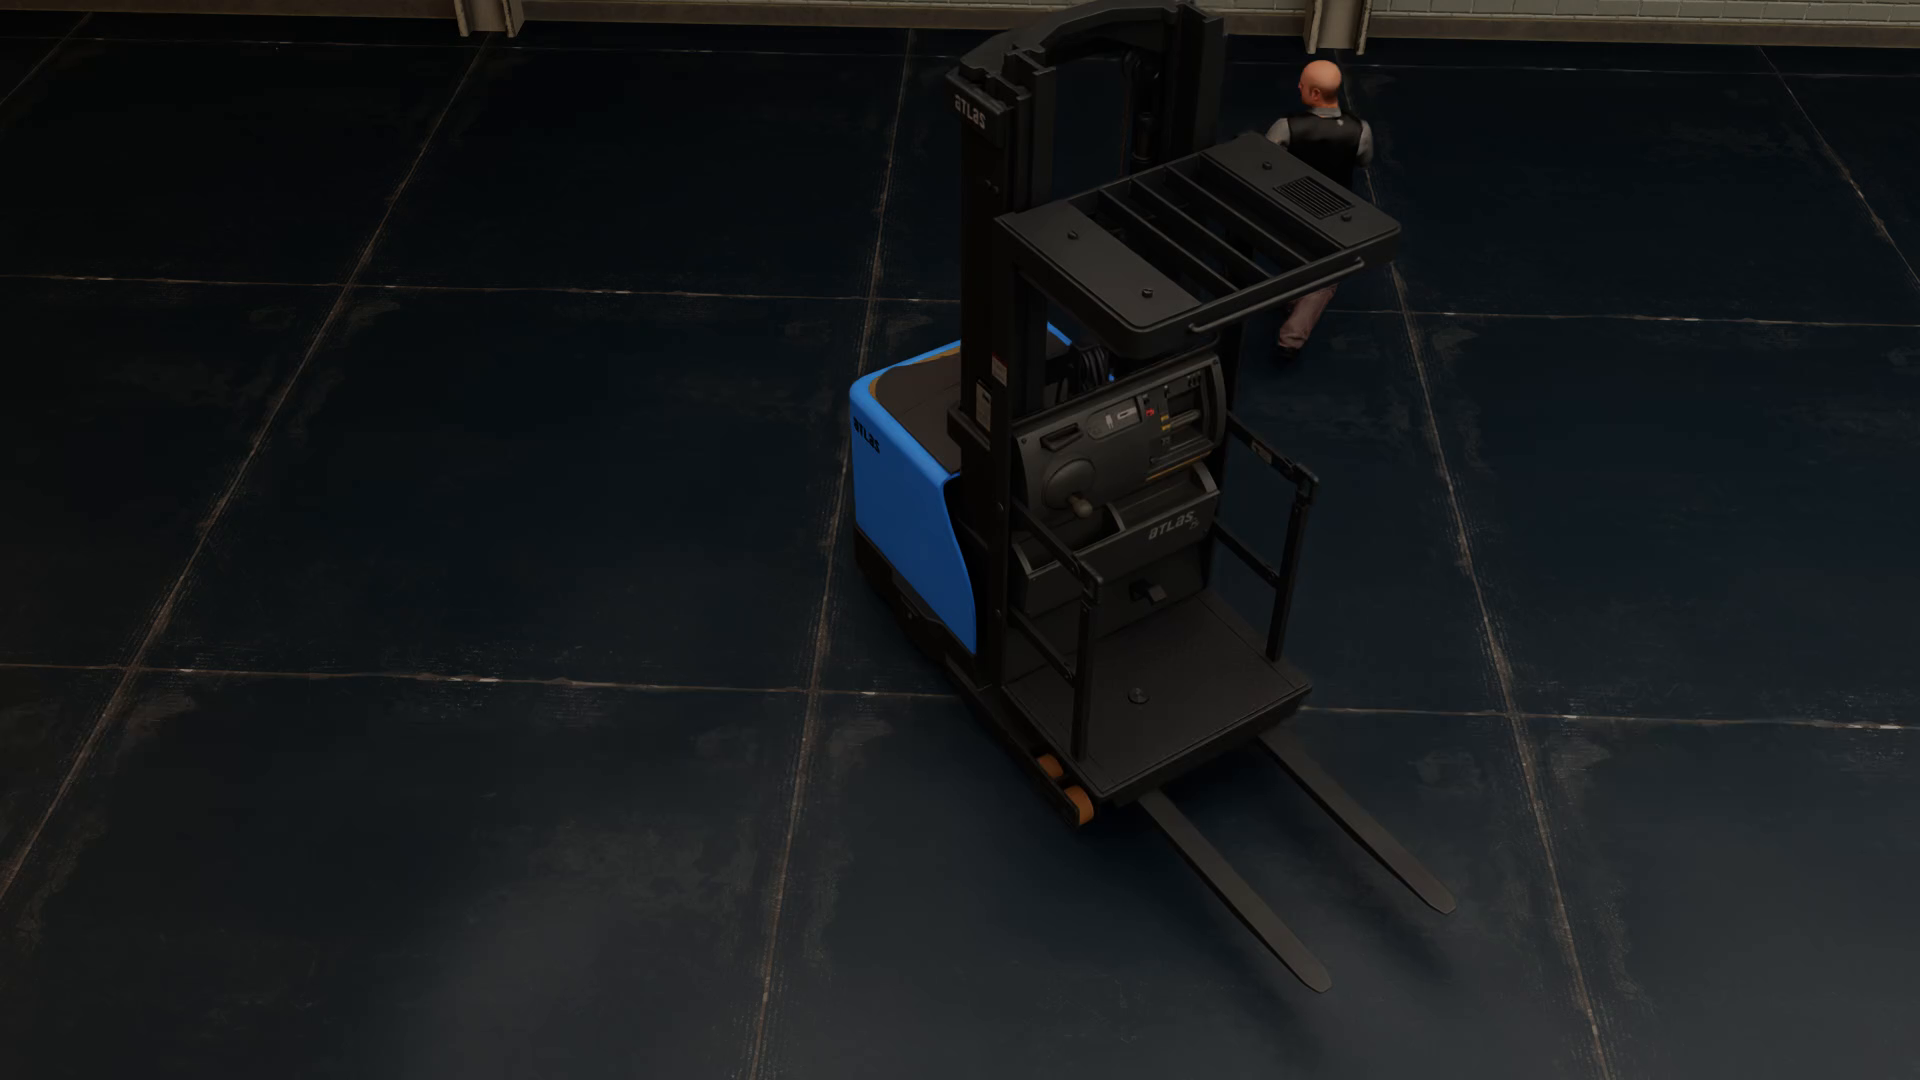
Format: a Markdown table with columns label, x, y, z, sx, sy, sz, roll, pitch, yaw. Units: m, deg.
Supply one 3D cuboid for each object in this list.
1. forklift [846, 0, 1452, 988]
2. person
| label | x | y | z | sx | sy | sz | roll | pitch | yaw |
| --- | --- | --- | --- | --- | --- | --- | --- | --- | --- |
| forklift | 0.716 | -0.319 | 6.091 | 1.130 | 2.935 | 3.031 | -23 | 47 | -24 |
| person | 1.790 | -1.737 | 8.621 | 0.582 | 1.643 | 0.824 | 19 | 46 | 20 |
